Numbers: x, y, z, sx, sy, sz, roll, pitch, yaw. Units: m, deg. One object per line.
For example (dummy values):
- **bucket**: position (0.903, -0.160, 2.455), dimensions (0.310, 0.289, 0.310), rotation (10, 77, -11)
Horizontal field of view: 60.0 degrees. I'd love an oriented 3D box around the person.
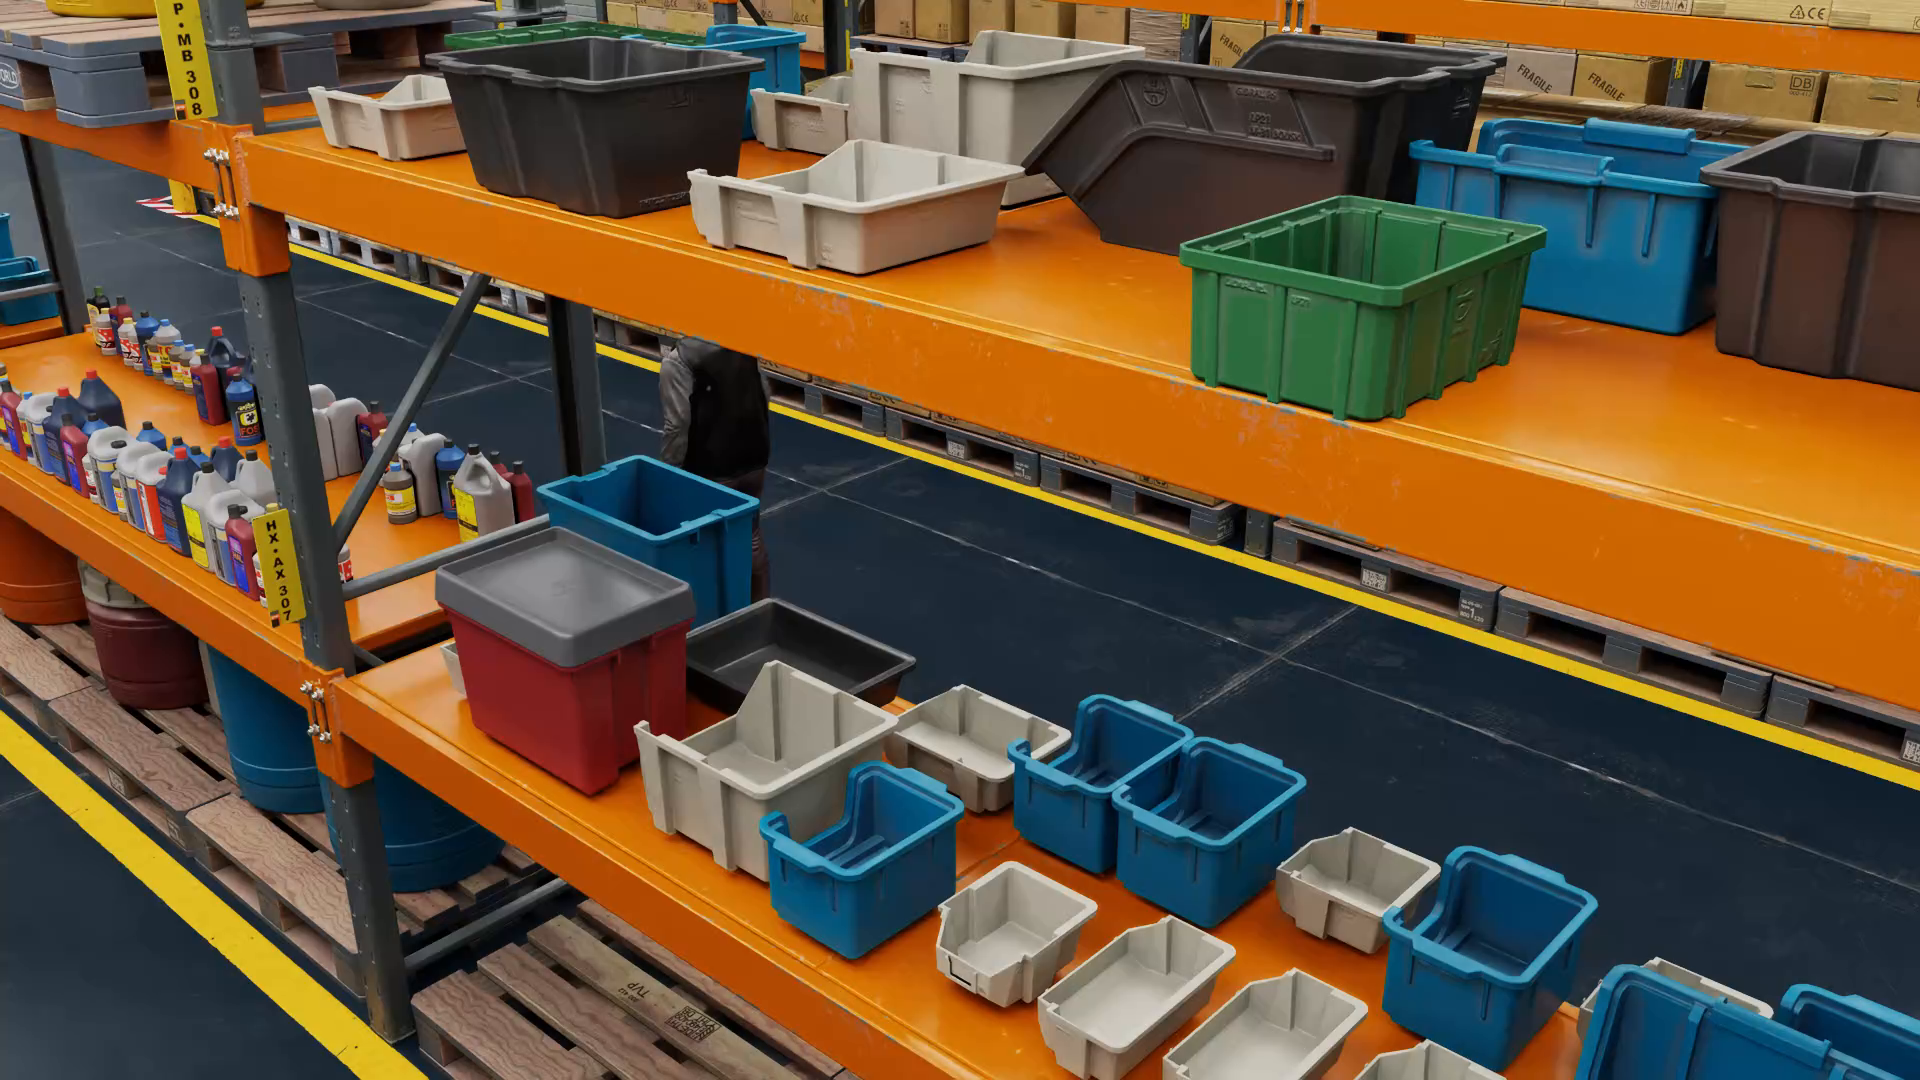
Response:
- **person**: position (-1.066, -0.332, 7.386), dimensions (0.412, 1.720, 0.584), rotation (19, 30, 37)
